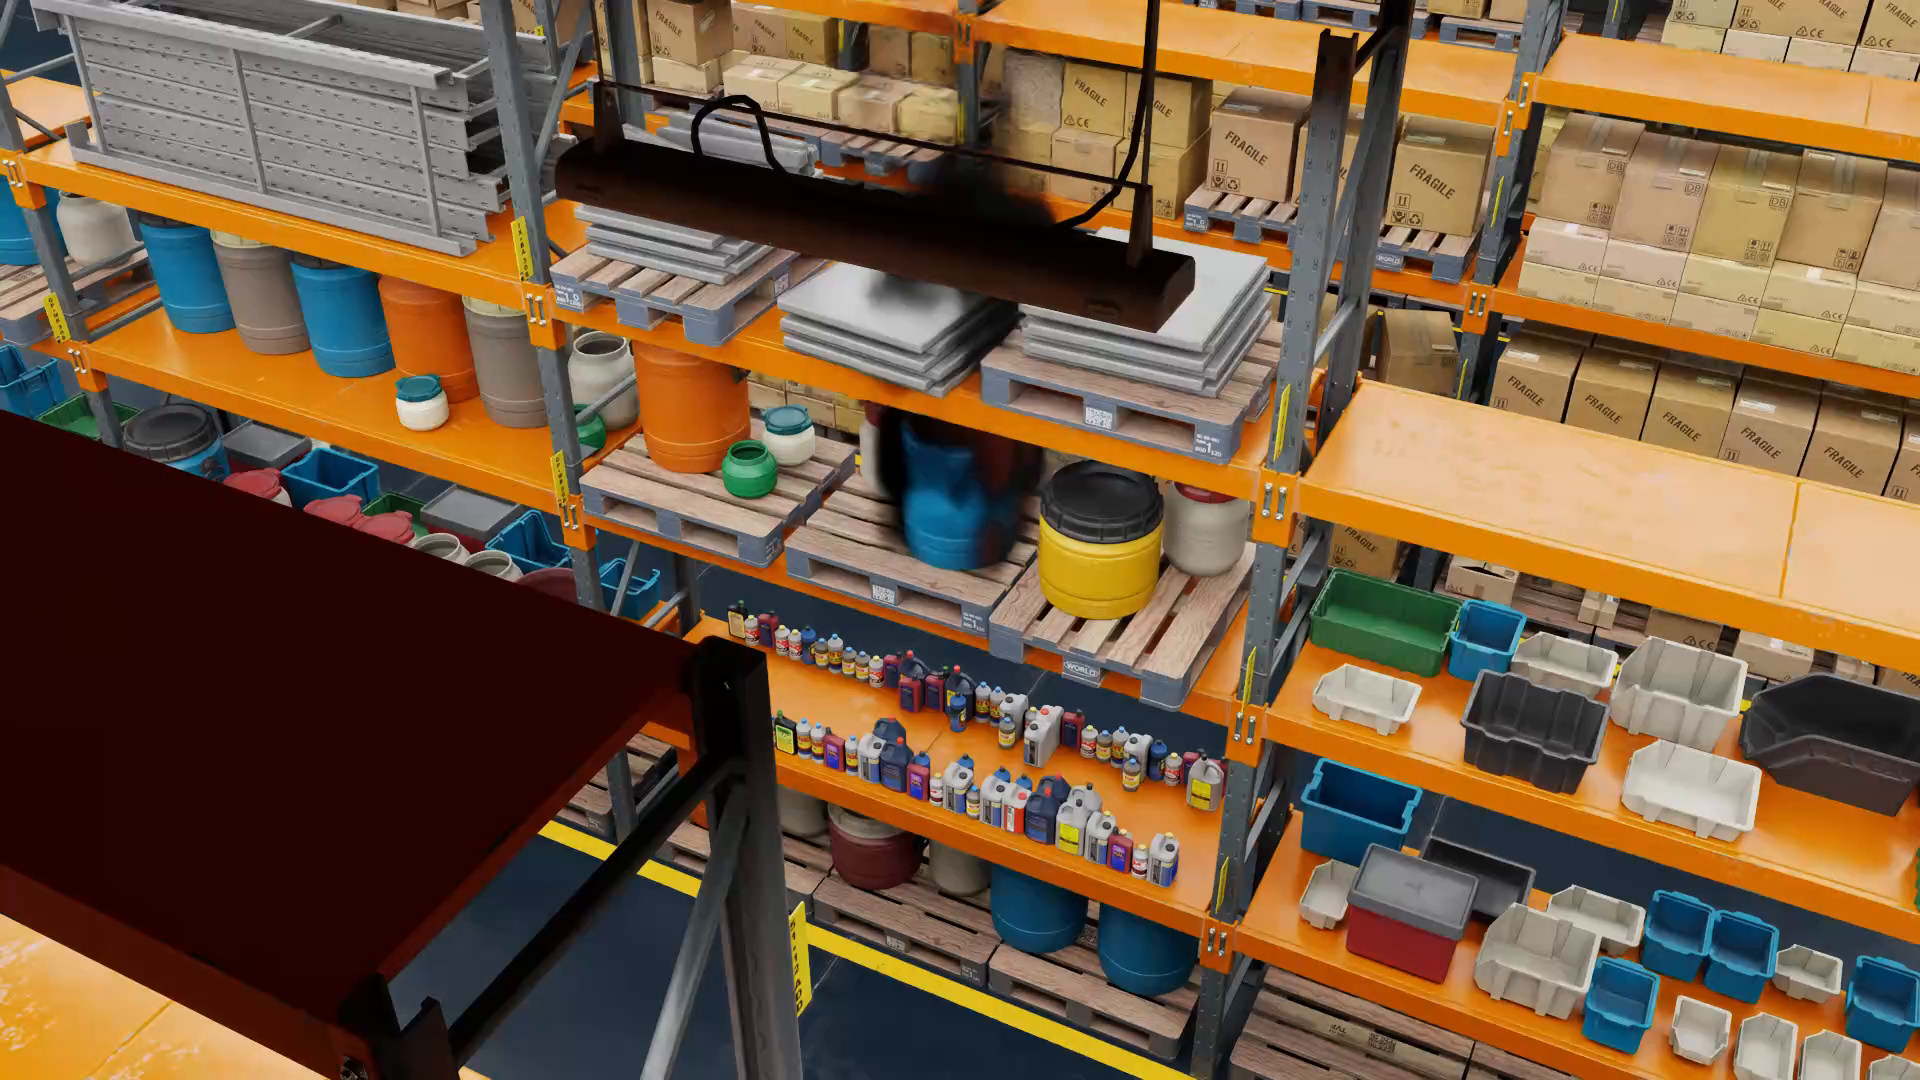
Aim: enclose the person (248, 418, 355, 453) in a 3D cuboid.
[{"bbox_3d":[-5.289,-0.732,13.418,0.713,1.734,0.639,-21,40,-27],"label":"person"}]
